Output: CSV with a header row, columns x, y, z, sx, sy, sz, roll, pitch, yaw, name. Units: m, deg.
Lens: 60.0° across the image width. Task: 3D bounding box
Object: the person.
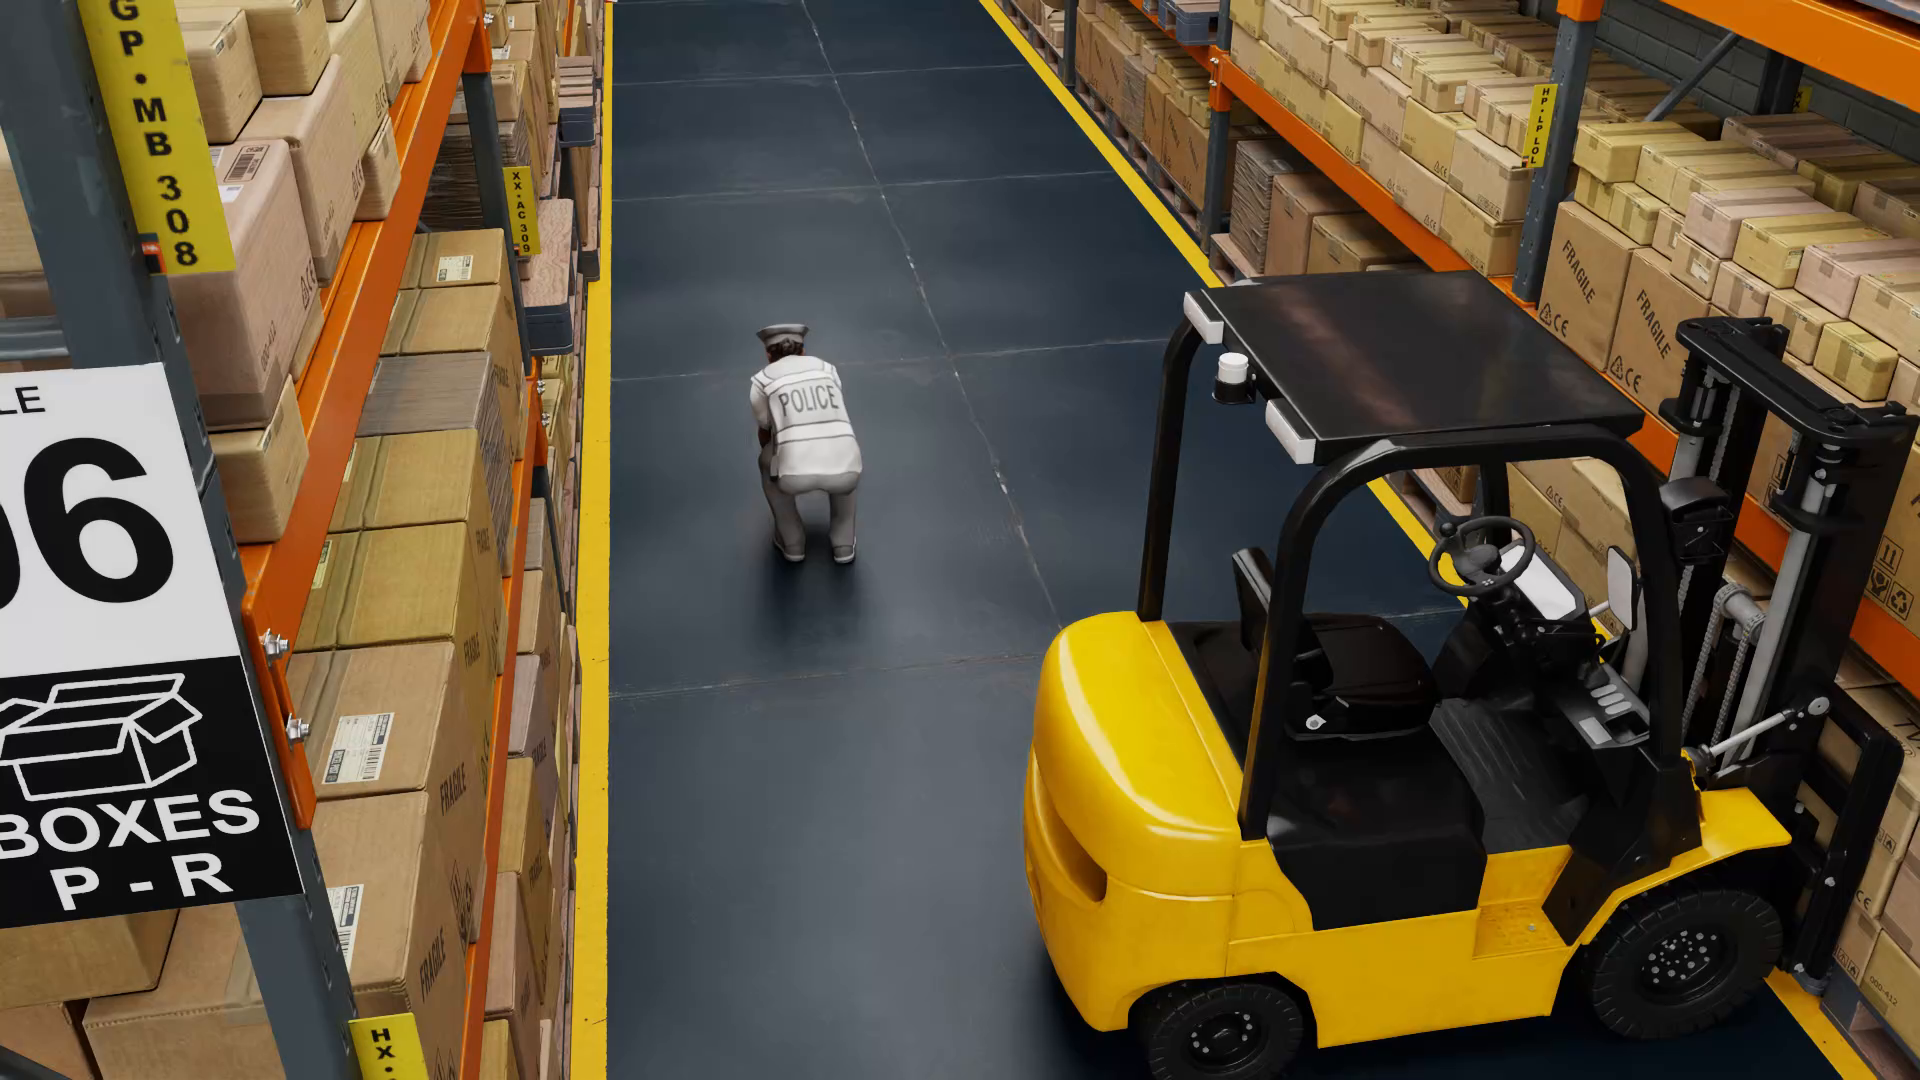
x,y,z,sx,sy,sz,roll,pitch,yaw,name
-0.696,-0.429,7.523,0.459,0.985,0.859,-6,31,-10,person
